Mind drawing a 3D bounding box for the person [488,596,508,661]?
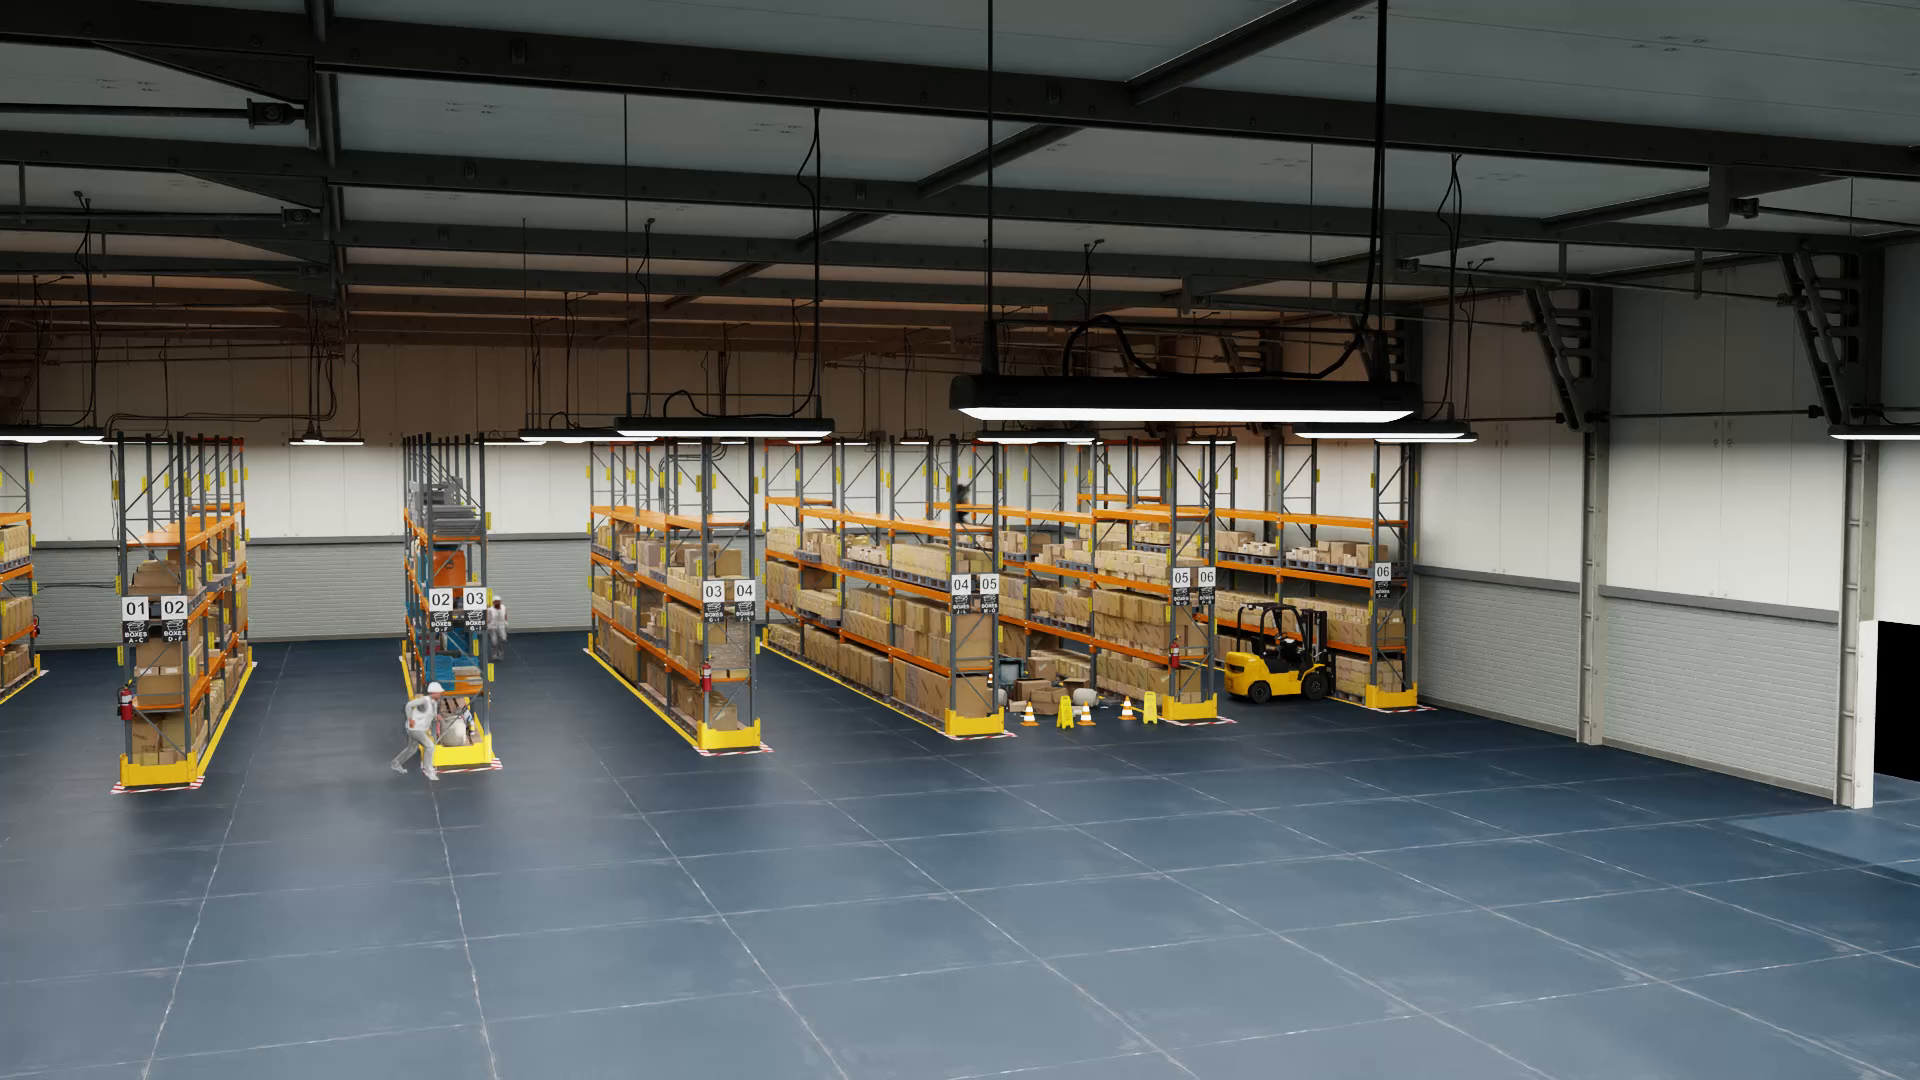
[{"bbox_3d":[-12.433,2.371,44.699,0.610,1.750,0.785,-2,4,-27],"label":"person"}]

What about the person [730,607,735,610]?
[{"bbox_3d":[-6.677,2.138,48.855,0.688,1.788,0.716,0,3,-9],"label":"person"}]

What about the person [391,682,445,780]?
[{"bbox_3d":[-9.385,3.316,28.716,1.028,1.732,0.703,1,3,11],"label":"person"}]
